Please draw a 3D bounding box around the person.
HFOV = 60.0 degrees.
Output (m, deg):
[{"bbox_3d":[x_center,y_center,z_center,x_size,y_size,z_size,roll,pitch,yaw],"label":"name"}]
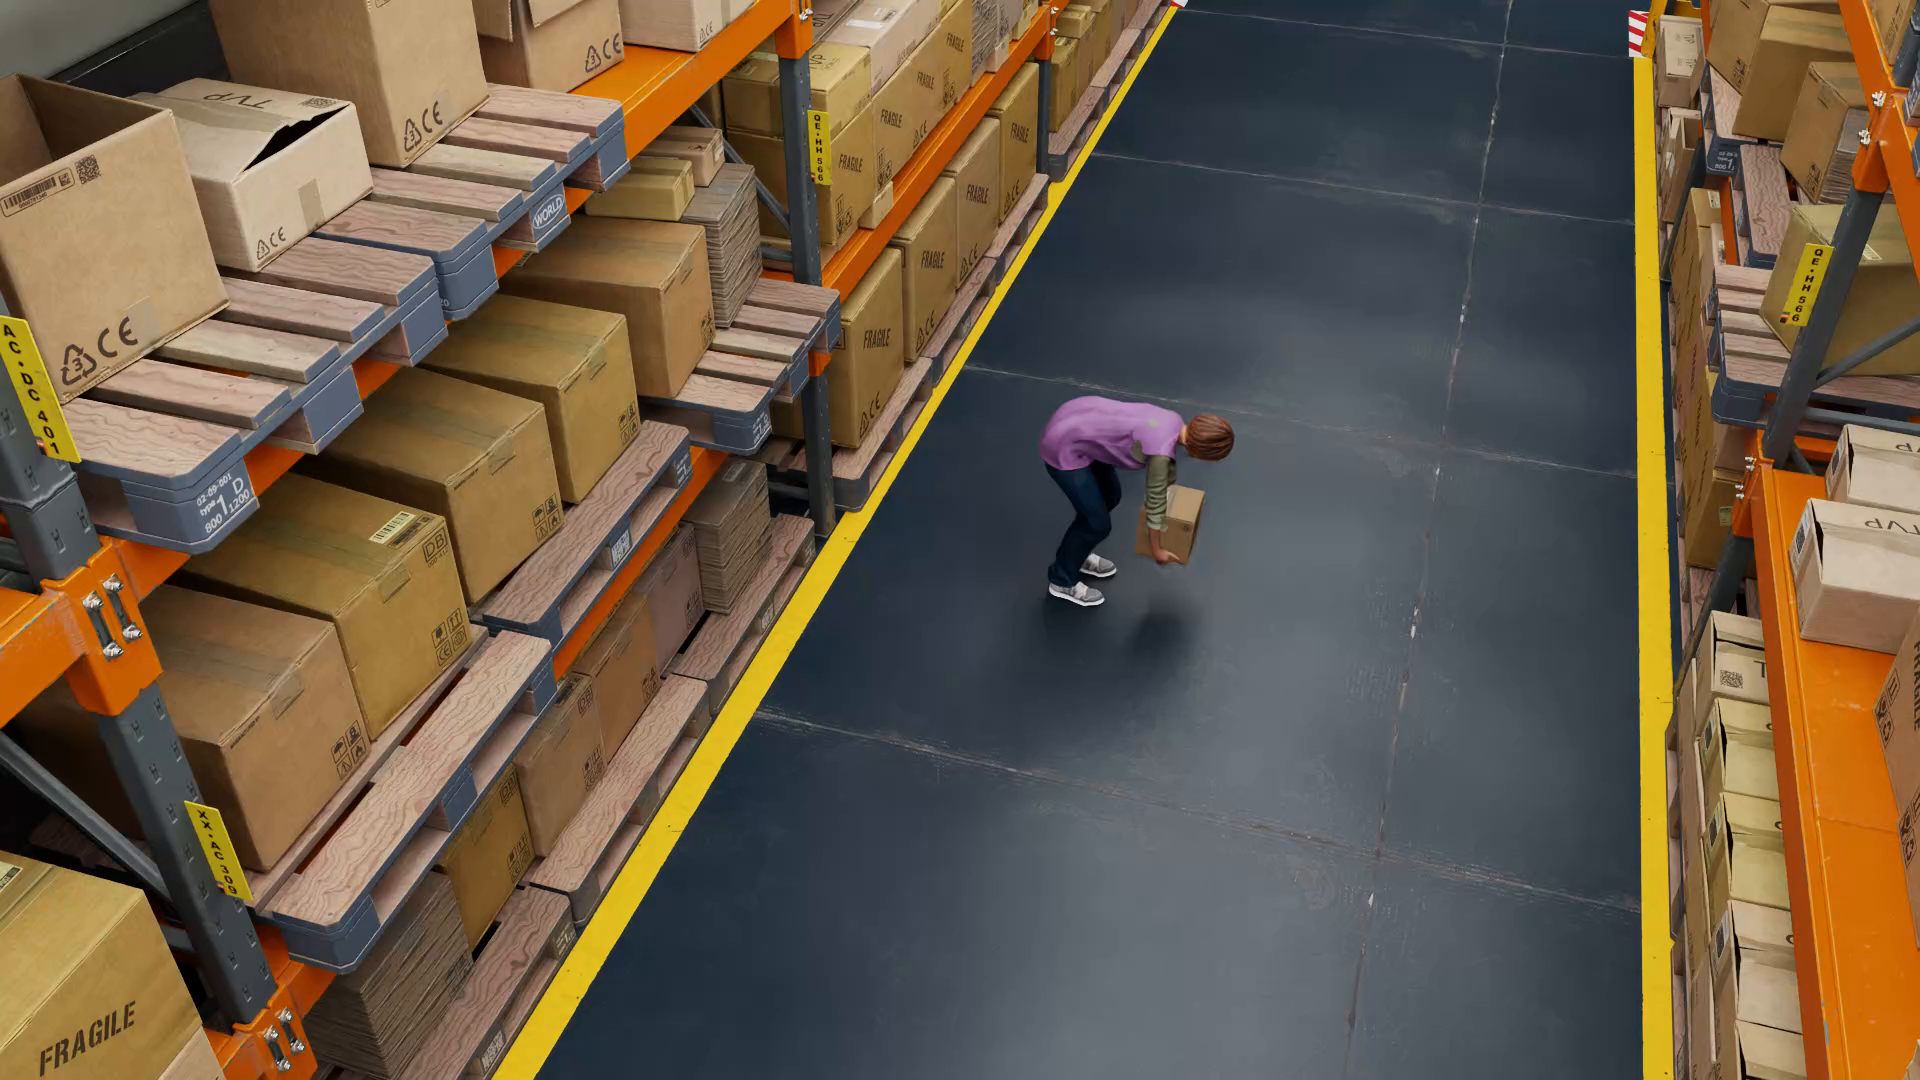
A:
[{"bbox_3d":[0.777,-0.170,7.569,0.865,1.051,0.390,10,39,12],"label":"person"}]
